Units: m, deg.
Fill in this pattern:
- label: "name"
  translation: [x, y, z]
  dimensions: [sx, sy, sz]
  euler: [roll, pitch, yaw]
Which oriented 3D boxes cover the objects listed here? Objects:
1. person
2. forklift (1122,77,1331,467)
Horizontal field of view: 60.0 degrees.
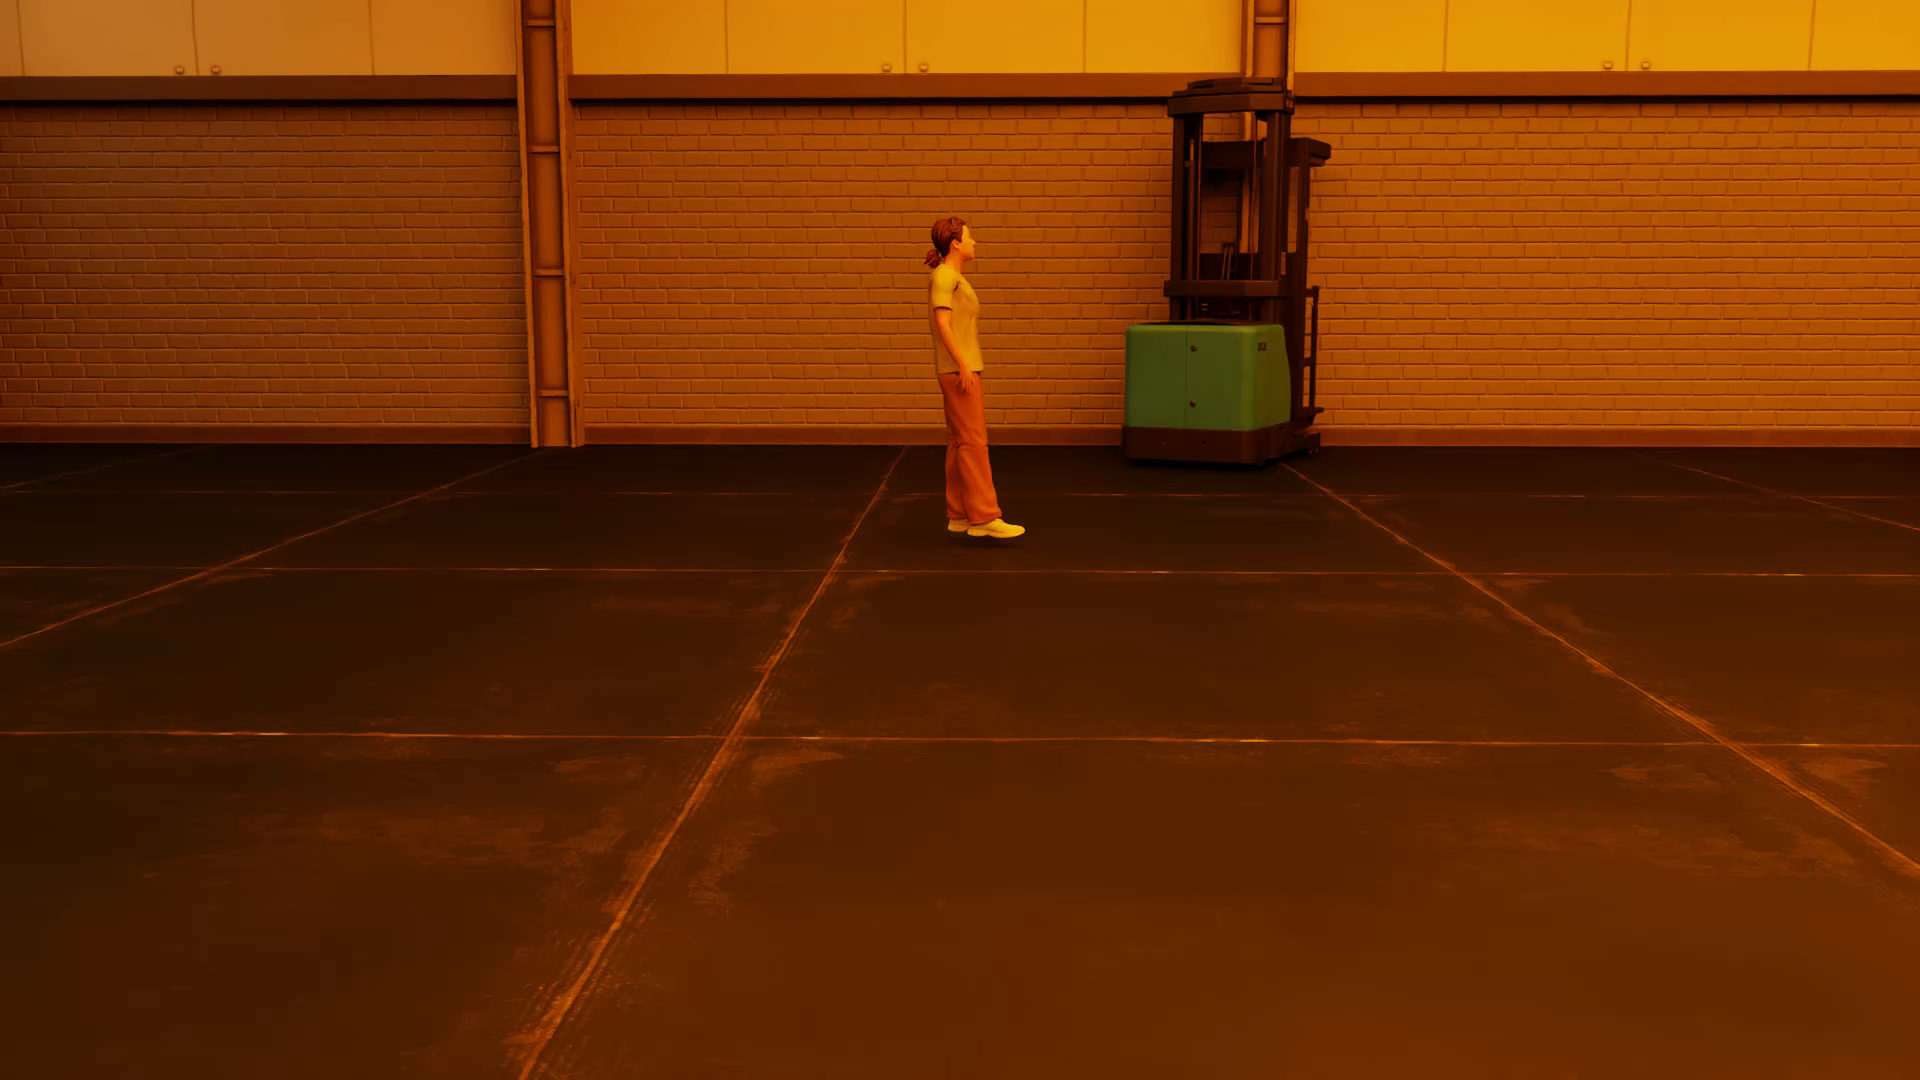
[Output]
- label: "person"
  translation: [0.073, -0.868, 8.856]
  dimensions: [0.548, 1.665, 0.552]
  euler: [0, 9, 1]
- label: "forklift"
  translation: [2.339, -2.171, 13.515]
  dimensions: [1.130, 2.935, 3.031]
  euler: [4, 10, 26]
